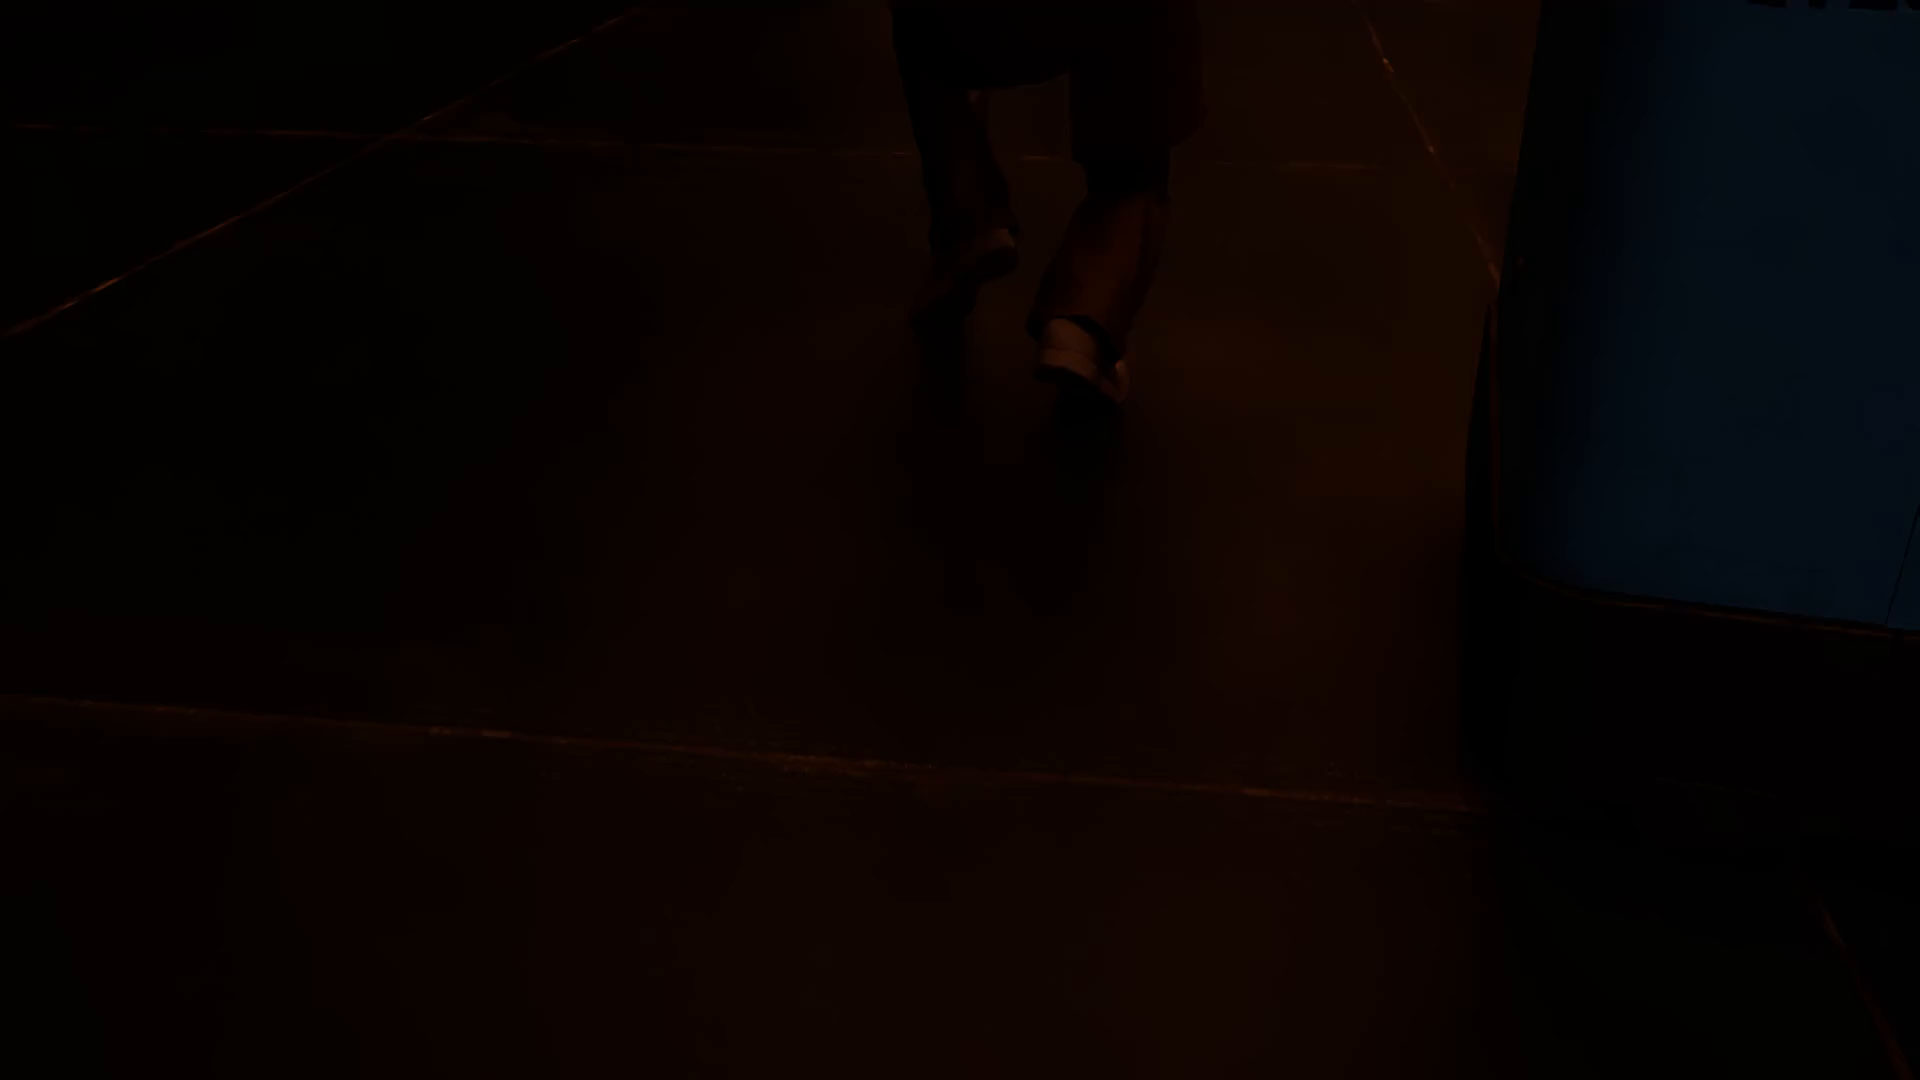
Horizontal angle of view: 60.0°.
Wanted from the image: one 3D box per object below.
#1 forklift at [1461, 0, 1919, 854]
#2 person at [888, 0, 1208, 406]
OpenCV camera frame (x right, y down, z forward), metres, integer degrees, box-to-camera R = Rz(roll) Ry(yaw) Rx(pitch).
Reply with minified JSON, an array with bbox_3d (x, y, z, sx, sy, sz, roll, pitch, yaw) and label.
[{"bbox_3d":[2.146,-1.028,1.278,3.031,2.935,1.130,7,27,14],"label":"forklift"},{"bbox_3d":[-0.120,-1.031,2.813,1.169,1.641,0.893,-4,27,-8],"label":"person"}]
